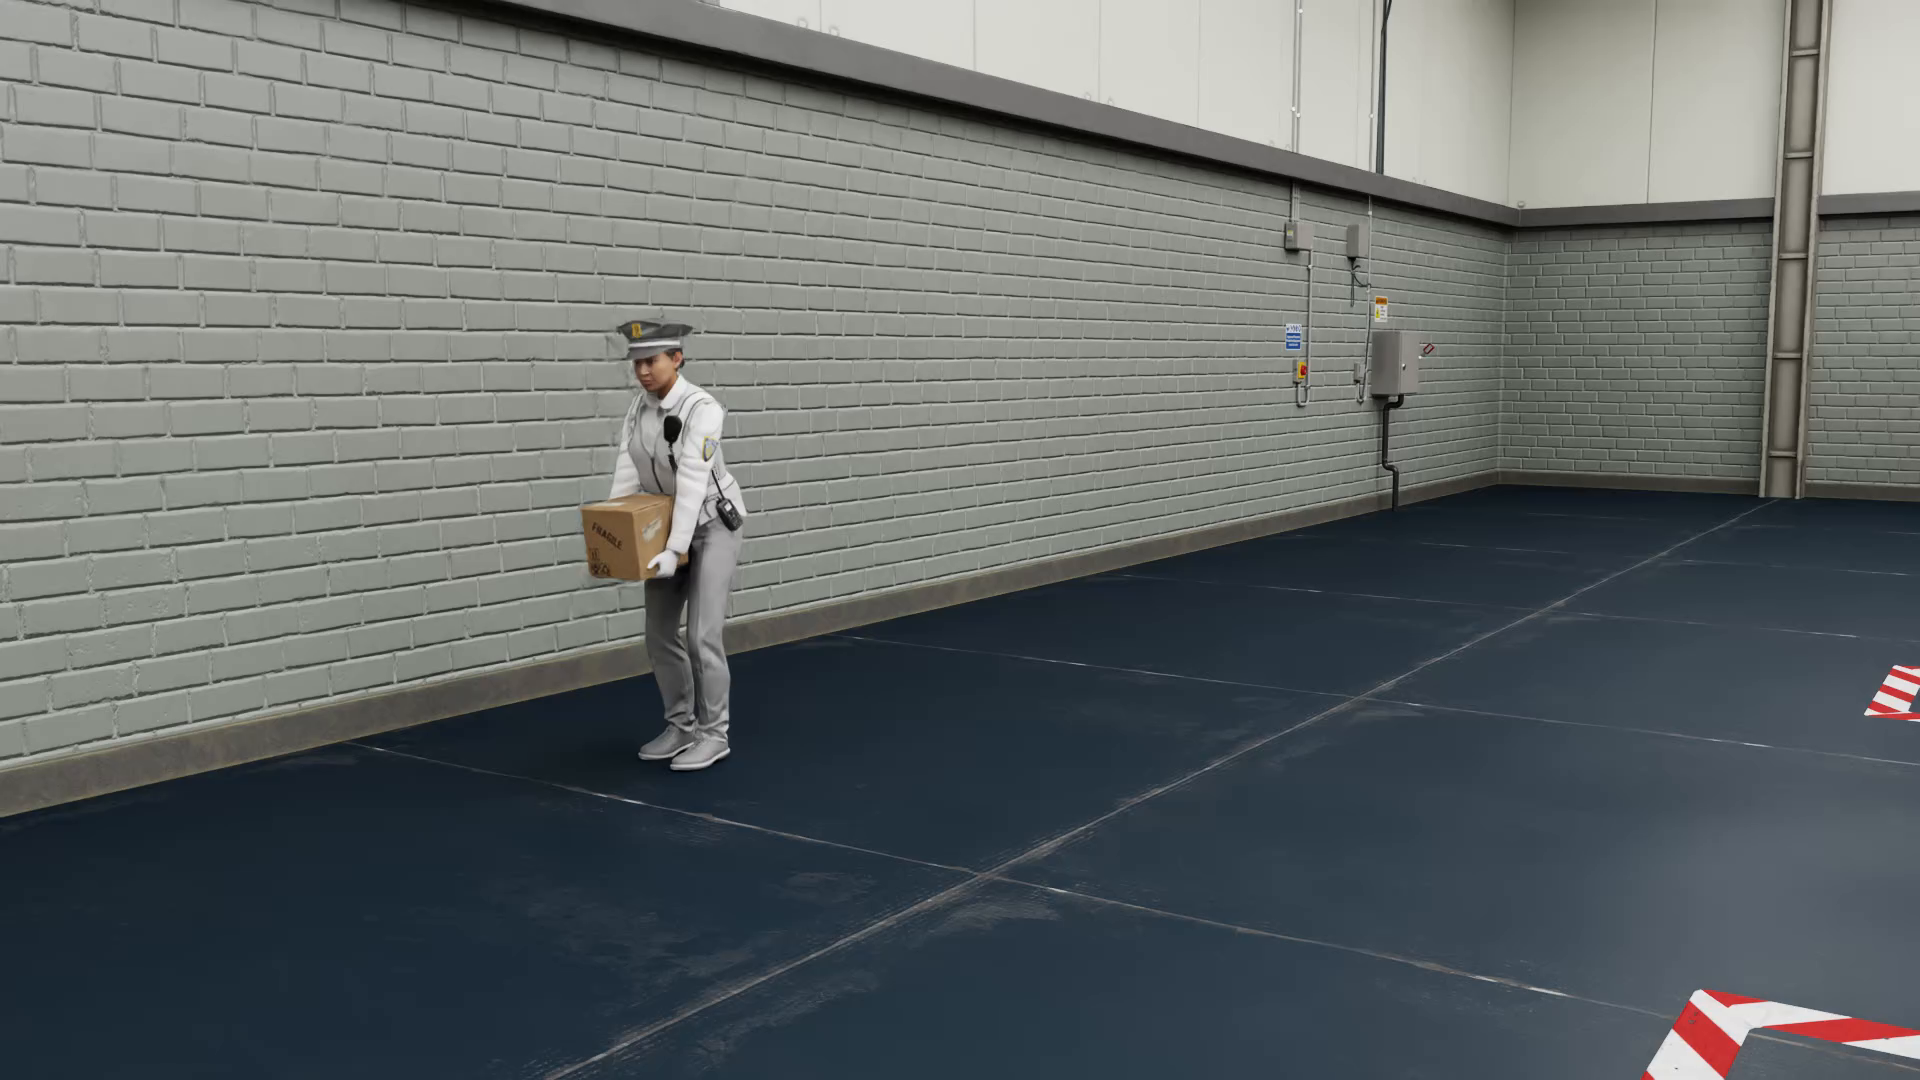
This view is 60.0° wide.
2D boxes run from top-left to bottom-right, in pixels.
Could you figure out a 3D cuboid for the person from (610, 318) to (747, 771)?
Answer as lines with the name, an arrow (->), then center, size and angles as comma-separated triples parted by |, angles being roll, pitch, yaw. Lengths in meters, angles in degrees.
person -> -1.031, 0.016, 6.053 | 0.411, 1.630, 0.559 | 4, 8, 32
